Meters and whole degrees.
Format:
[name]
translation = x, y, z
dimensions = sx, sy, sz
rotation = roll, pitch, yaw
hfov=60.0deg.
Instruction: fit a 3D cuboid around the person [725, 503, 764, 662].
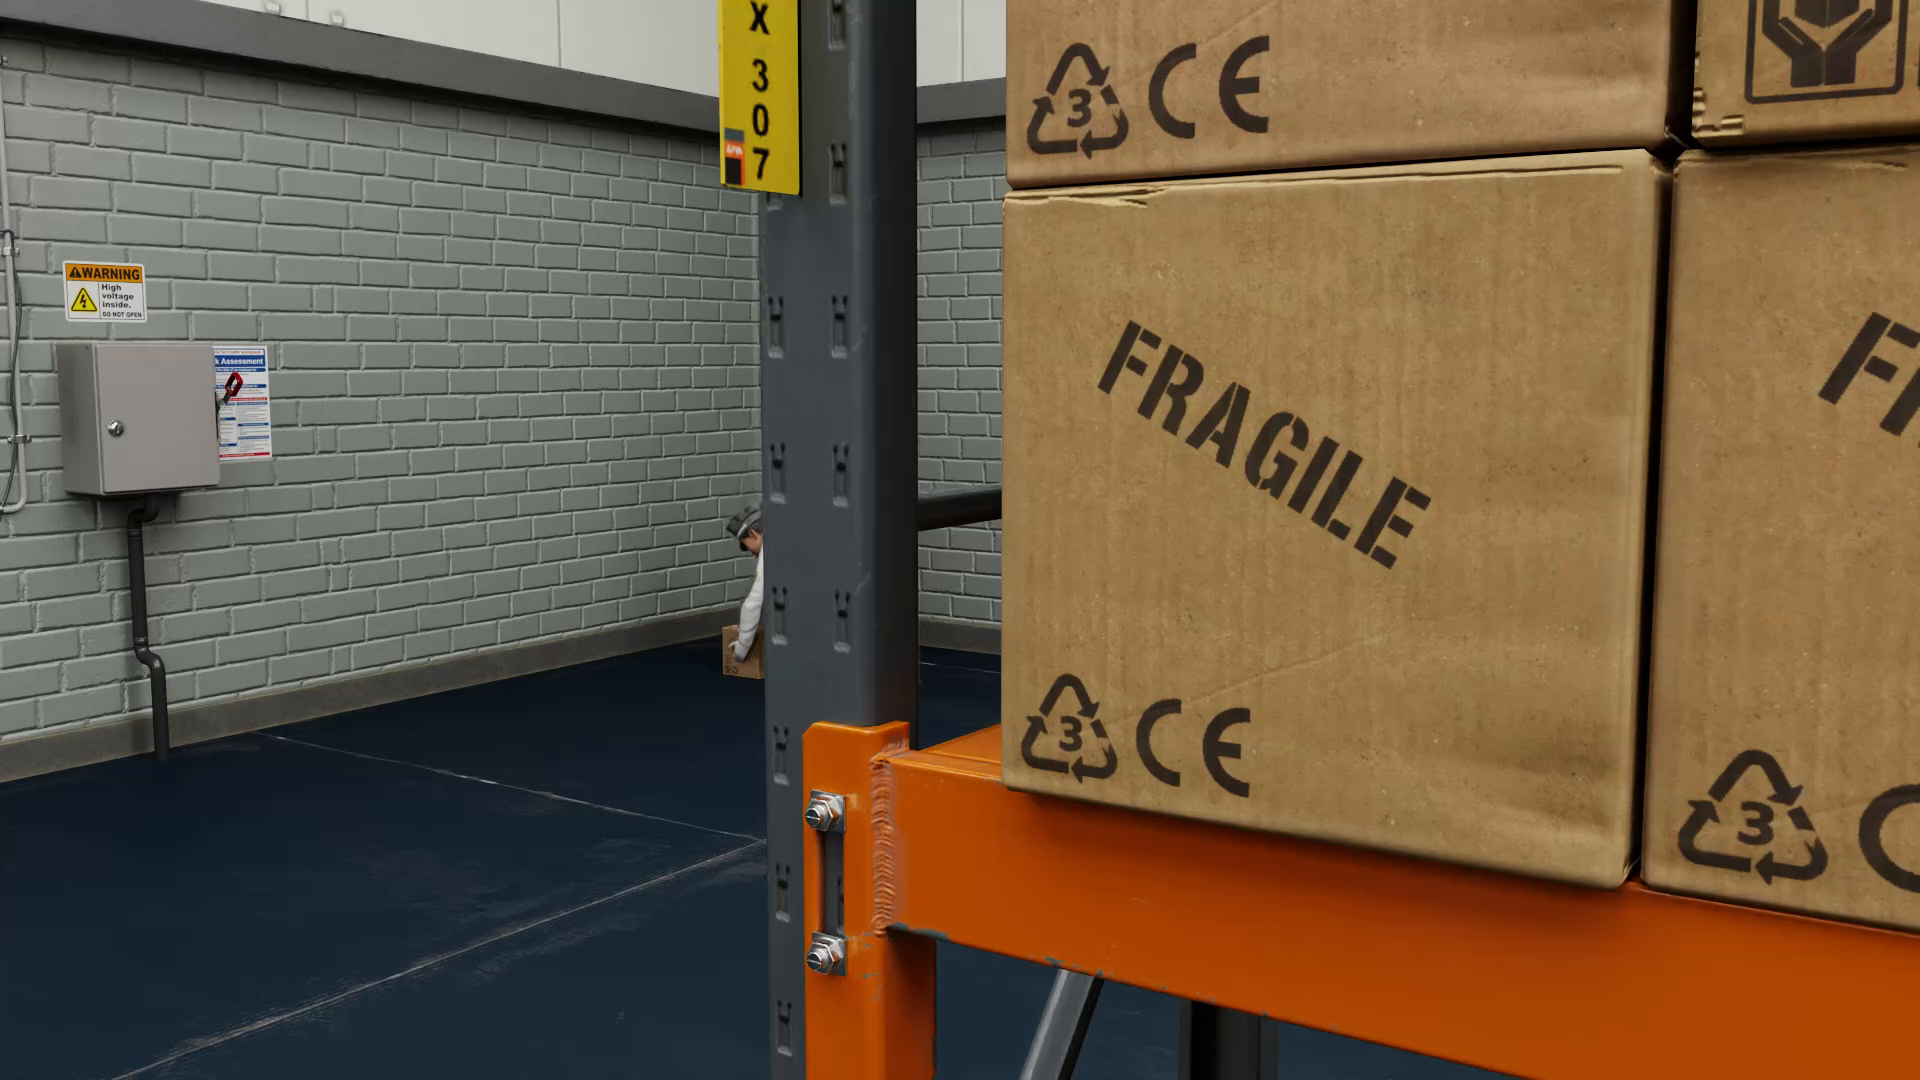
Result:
[person]
translation = -0.799, 0.273, 8.467
dimensions = 0.854, 0.913, 0.489
rotation = 4, 8, 33
